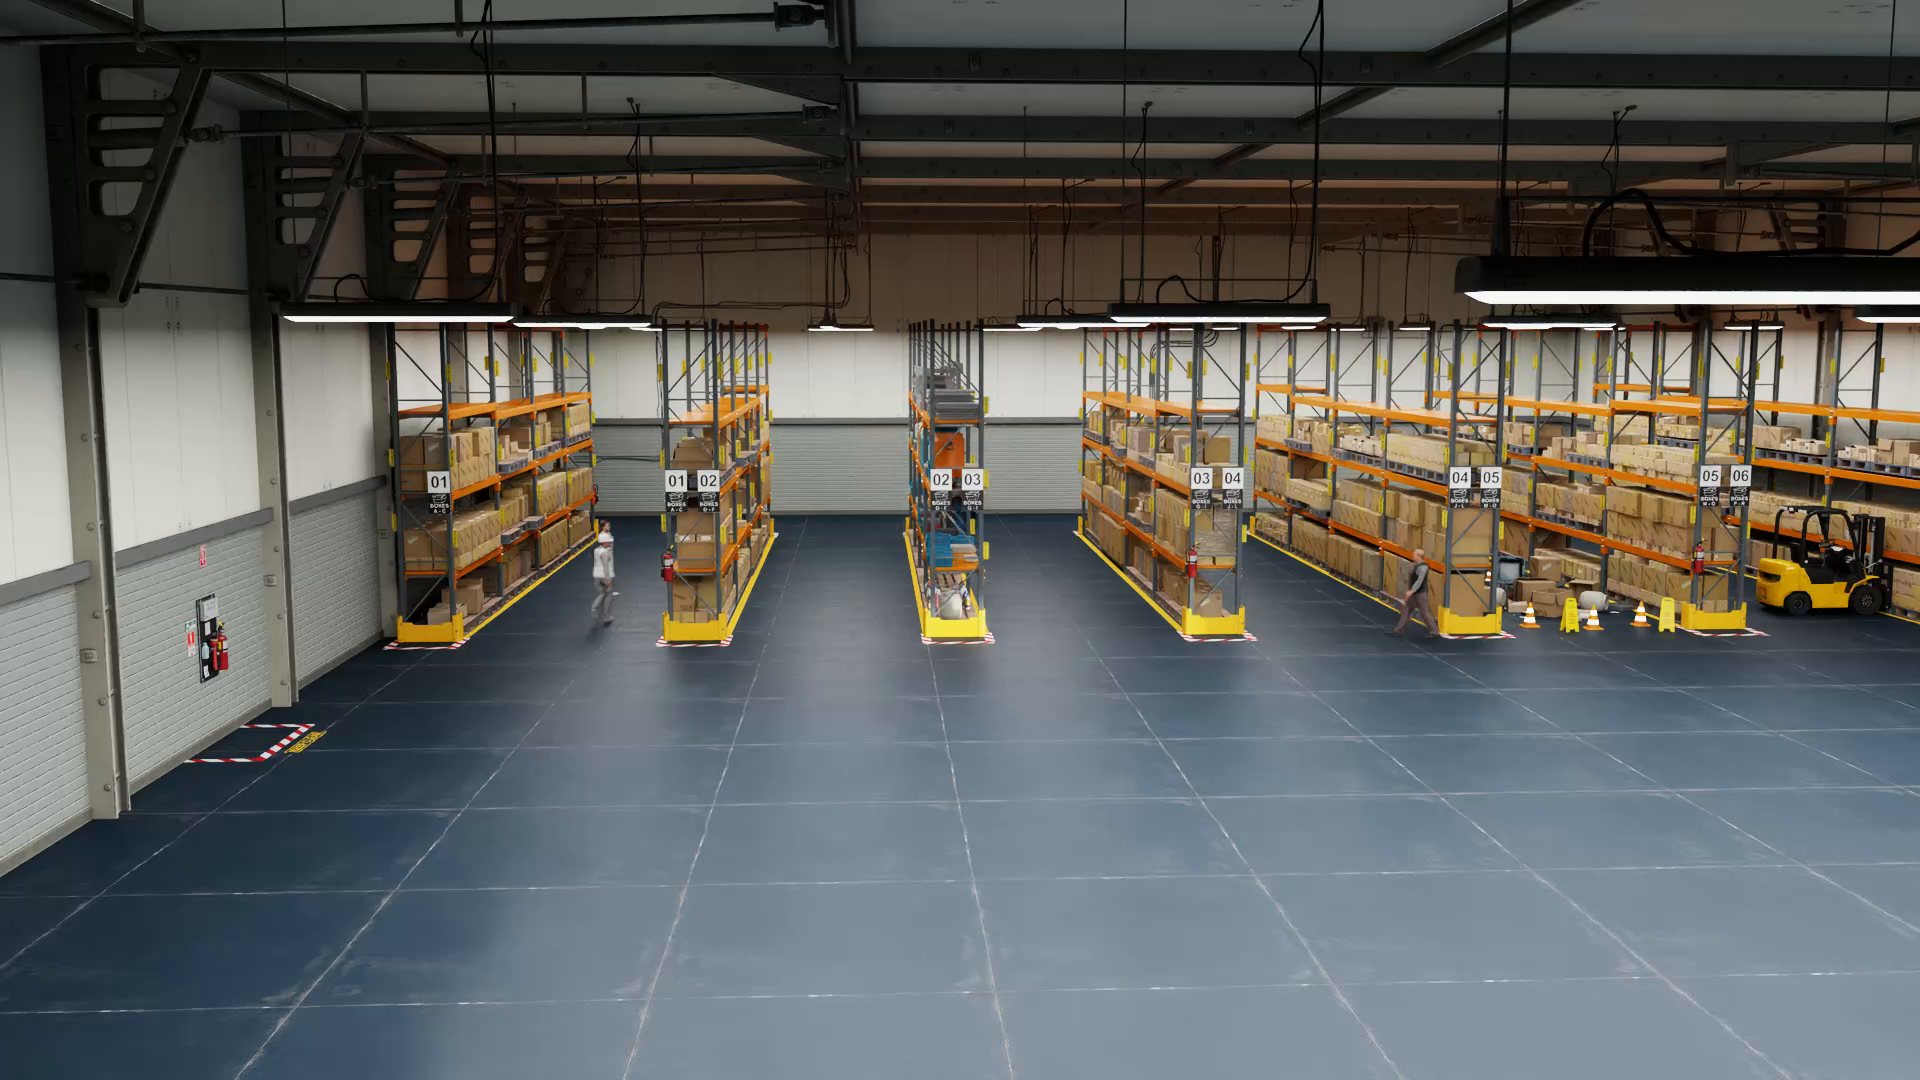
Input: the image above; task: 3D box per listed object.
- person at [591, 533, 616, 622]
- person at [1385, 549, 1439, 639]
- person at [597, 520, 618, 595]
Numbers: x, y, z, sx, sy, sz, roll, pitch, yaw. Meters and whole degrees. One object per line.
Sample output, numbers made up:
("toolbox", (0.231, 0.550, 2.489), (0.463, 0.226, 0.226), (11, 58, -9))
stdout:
("person", (-7.124, 0.745, 33.113), (0.526, 1.767, 0.524), (4, 8, 32))
("person", (8.538, 1.011, 31.294), (0.952, 1.673, 0.620), (0, 7, 3))
("person", (-7.760, 0.381, 36.498), (0.435, 1.679, 0.464), (-2, 7, -16))
